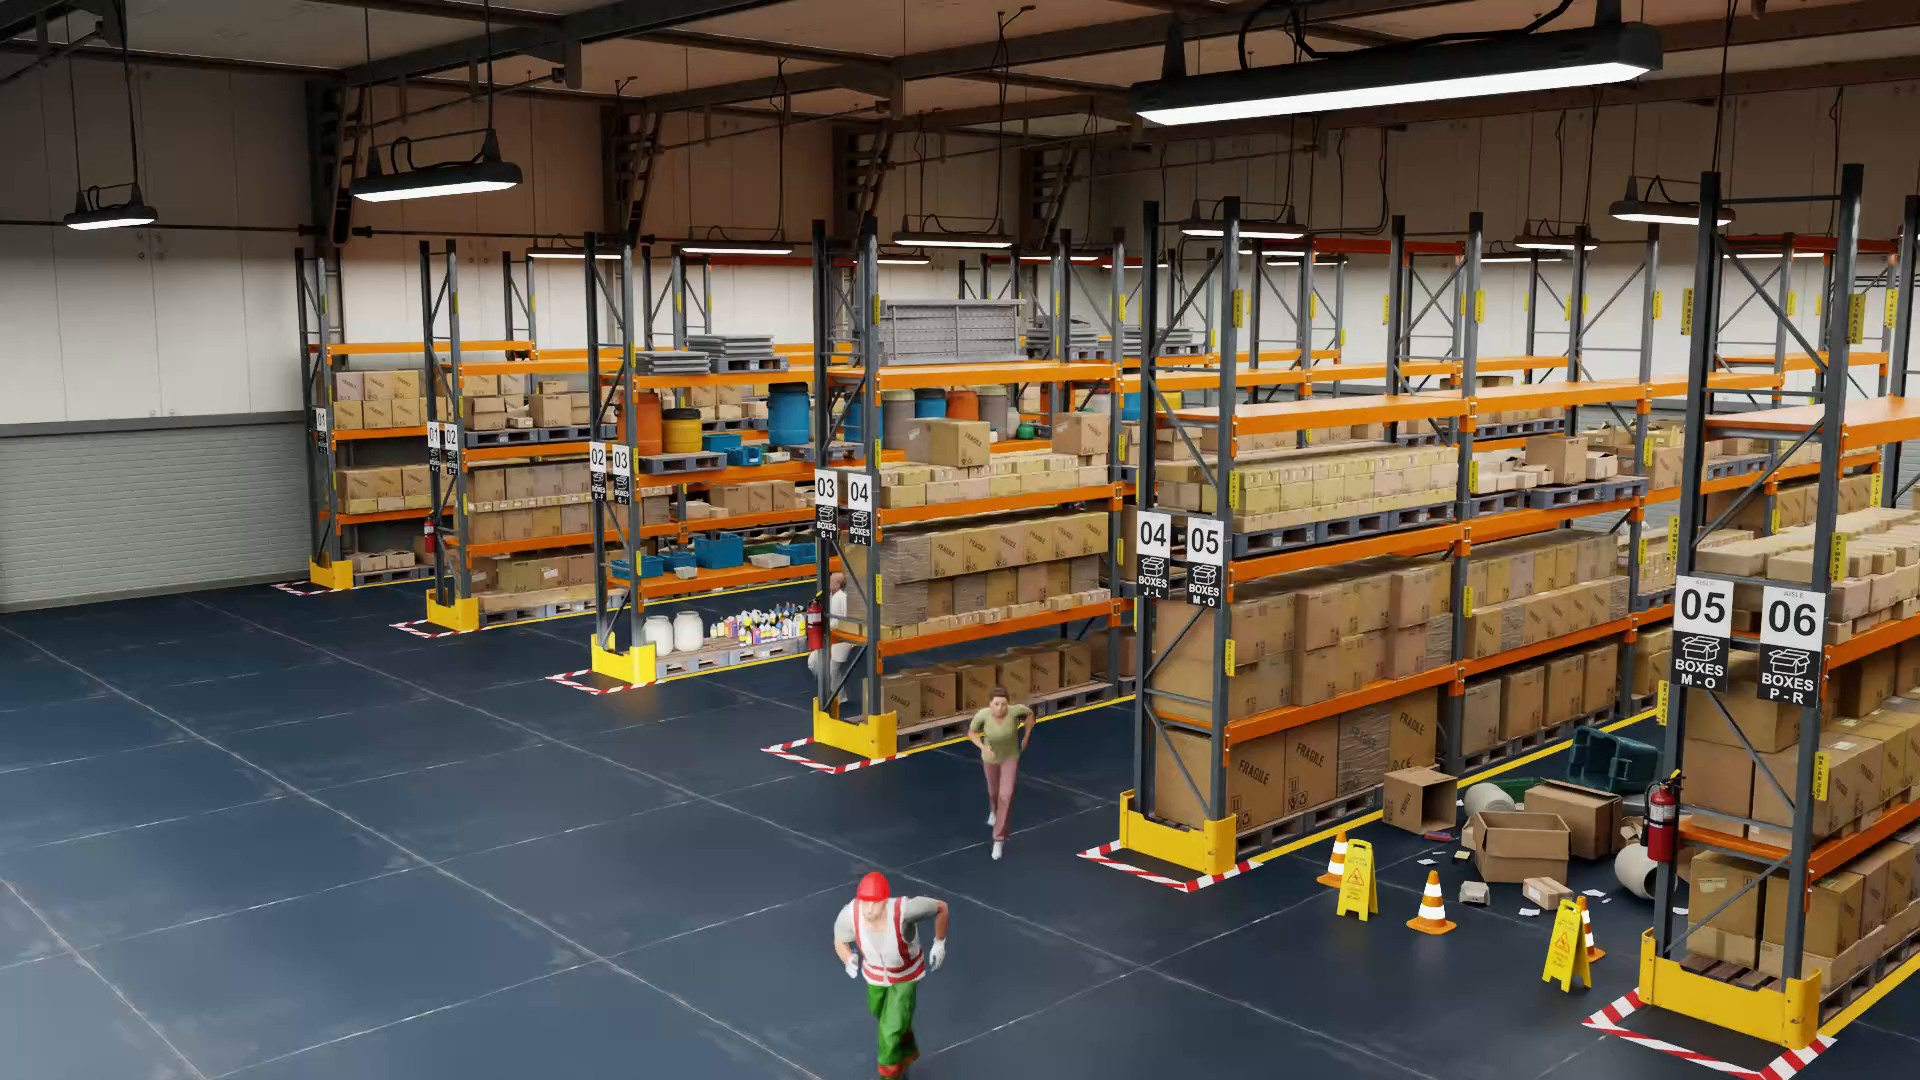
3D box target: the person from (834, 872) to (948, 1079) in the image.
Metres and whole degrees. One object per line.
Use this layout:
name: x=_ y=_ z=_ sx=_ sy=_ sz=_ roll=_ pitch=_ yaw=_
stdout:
person: x=-0.414 y=2.831 z=10.571 sx=0.707 sy=1.722 sz=1.028 roll=2 pitch=9 yaw=15

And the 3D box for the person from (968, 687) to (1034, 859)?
person: x=0.381 y=2.111 z=15.736 sx=0.619 sy=1.628 sz=0.942 roll=0 pitch=8 yaw=-1

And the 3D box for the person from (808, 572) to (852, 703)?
person: x=-1.585 y=1.260 z=20.942 sx=0.790 sy=1.734 sz=0.637 roll=7 pitch=11 yaw=41

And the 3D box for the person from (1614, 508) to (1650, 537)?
person: x=11.561 y=0.221 z=28.599 sx=0.615 sy=1.625 sz=0.965 roll=5 pitch=10 yaw=30
